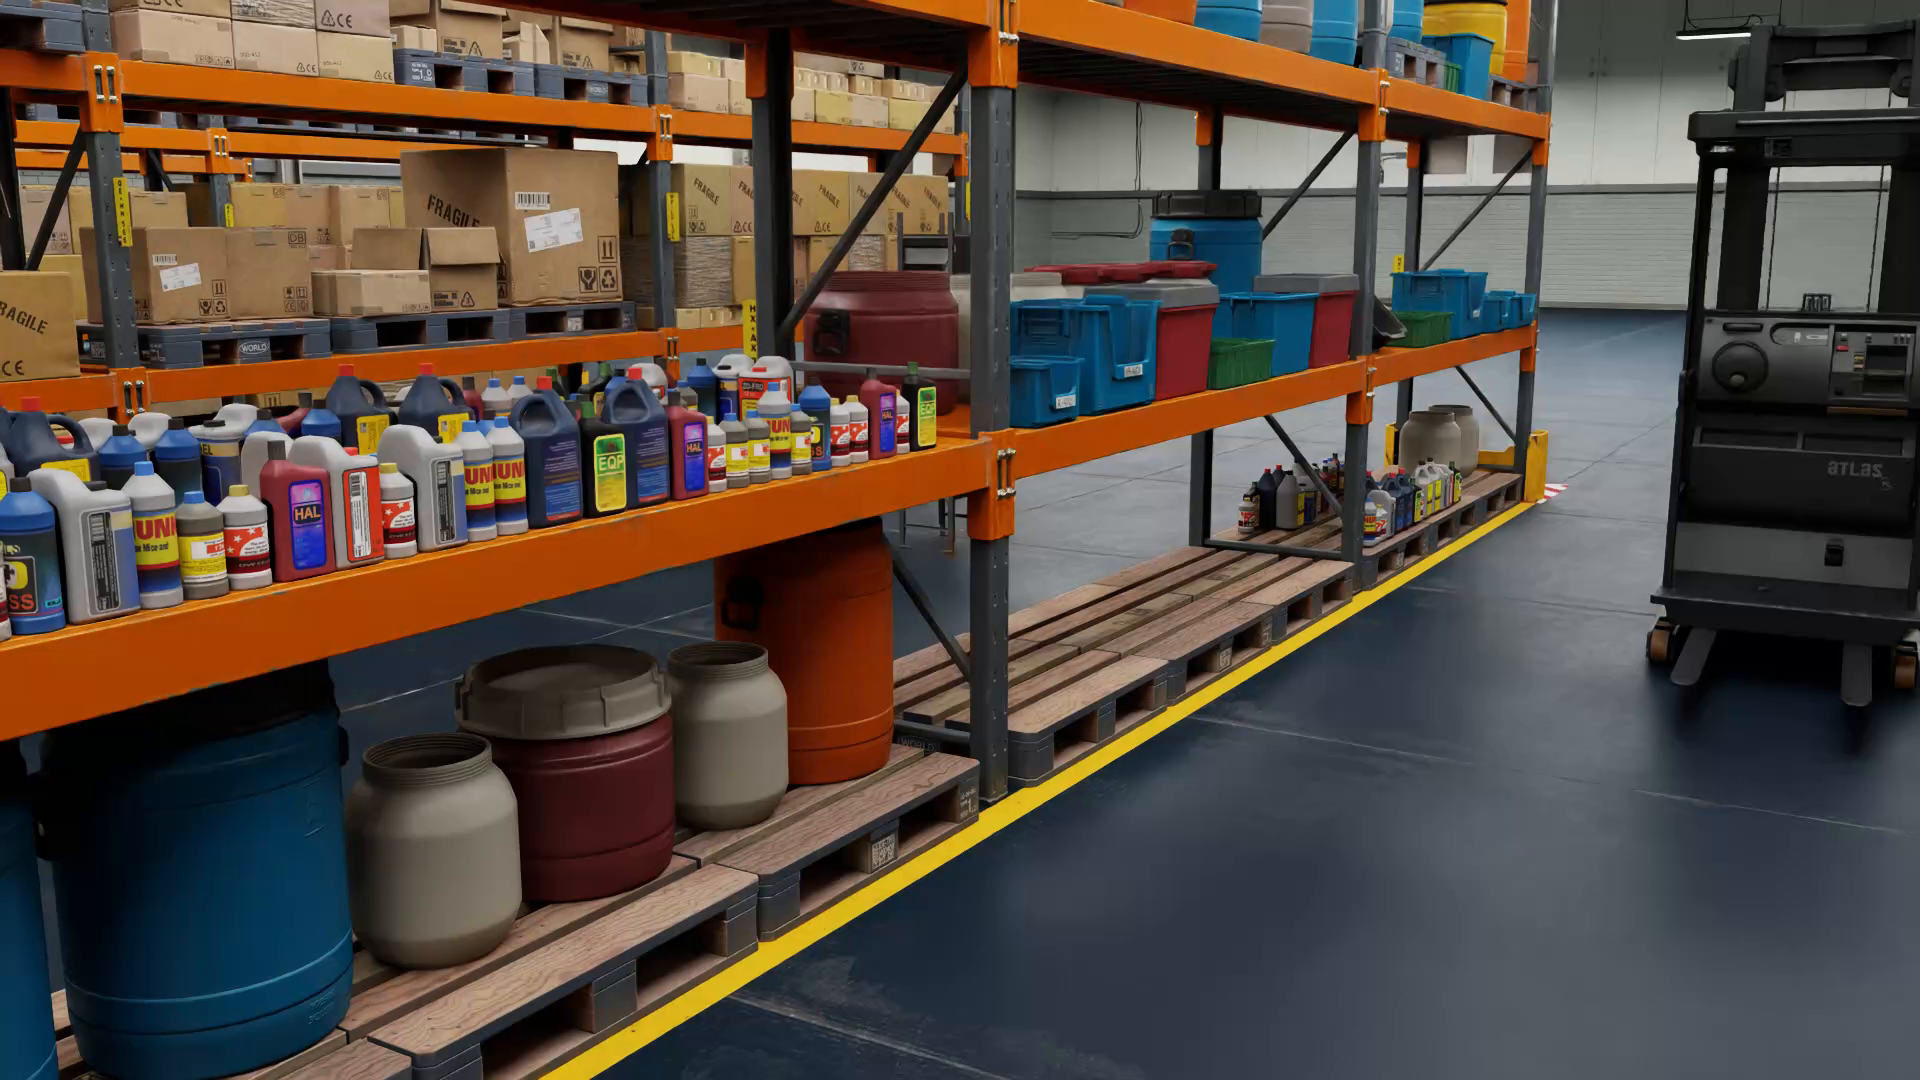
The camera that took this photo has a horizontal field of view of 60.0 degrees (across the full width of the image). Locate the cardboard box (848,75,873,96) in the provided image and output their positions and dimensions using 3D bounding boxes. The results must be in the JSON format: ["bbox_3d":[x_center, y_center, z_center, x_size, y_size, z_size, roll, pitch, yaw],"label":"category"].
[{"bbox_3d":[-0.926,-3.645,13.358,0.380,0.149,0.250,6,12,28],"label":"cardboard box"}]

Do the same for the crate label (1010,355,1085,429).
[{"bbox_3d":[0.252,-0.542,6.069,0.303,0.233,0.416,6,12,31],"label":"crate label"}]

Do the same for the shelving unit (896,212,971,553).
[{"bbox_3d":[-0.086,-1.006,10.536,0.431,2.100,0.503,6,12,31],"label":"shelving unit"}]

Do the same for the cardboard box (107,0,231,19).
[{"bbox_3d":[-4.056,-2.886,8.351,0.500,0.500,0.500,7,12,31],"label":"cardboard box"}]

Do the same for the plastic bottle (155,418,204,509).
[{"bbox_3d":[-1.797,-0.144,3.834,0.097,0.271,0.097,0,11,0],"label":"plastic bottle"}]

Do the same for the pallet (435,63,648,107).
[{"bbox_3d":[-2.855,-2.992,11.056,1.213,0.211,1.003,6,12,31],"label":"pallet"}]

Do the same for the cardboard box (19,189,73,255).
[{"bbox_3d":[-7.410,-2.488,13.016,0.700,0.500,0.500,6,12,31],"label":"cardboard box"}]

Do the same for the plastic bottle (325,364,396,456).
[{"bbox_3d":[-1.594,-0.290,4.399,0.144,0.351,0.185,6,12,31],"label":"plastic bottle"}]

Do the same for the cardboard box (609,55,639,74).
[{"bbox_3d":[-2.521,-3.372,11.900,0.380,0.149,0.250,7,13,32],"label":"cardboard box"}]

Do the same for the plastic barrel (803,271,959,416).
[{"bbox_3d":[-0.305,-0.763,6.423,0.600,0.536,0.708,6,12,31],"label":"plastic barrel"}]

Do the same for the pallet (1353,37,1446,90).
[{"bbox_3d":[2.081,-2.728,9.648,1.213,0.211,1.003,6,12,31],"label":"pallet"}]

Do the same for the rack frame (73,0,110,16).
[{"bbox_3d":[-4.520,-4.016,7.866,1.000,3.000,0.127,6,12,31],"label":"rack frame"}]

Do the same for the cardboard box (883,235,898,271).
[{"bbox_3d":[-0.832,-2.347,14.173,0.875,0.500,0.500,6,12,31],"label":"cardboard box"}]

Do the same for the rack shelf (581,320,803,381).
[{"bbox_3d":[-1.405,-1.657,13.525,1.077,0.370,4.000,6,12,31],"label":"rack shelf"}]

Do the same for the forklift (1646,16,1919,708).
[{"bbox_3d":[3.850,-0.867,7.533,1.130,2.935,3.031,6,12,28],"label":"forklift"}]

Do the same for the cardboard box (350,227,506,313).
[{"bbox_3d":[-3.264,-1.672,10.227,0.797,0.503,0.637,8,13,36],"label":"cardboard box"}]

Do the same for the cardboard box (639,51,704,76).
[{"bbox_3d":[-2.011,-3.315,11.595,0.380,0.149,0.250,6,12,29],"label":"cardboard box"}]

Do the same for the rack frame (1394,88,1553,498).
[{"bbox_3d":[3.867,-1.852,12.611,1.000,3.000,0.127,6,12,31],"label":"rack frame"}]

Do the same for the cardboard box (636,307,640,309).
[{"bbox_3d":[-2.445,-1.673,12.337,0.380,0.149,0.250,6,12,31],"label":"cardboard box"}]

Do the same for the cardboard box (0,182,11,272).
[{"bbox_3d":[-4.913,-1.496,7.711,0.797,0.503,0.637,7,13,33],"label":"cardboard box"}]

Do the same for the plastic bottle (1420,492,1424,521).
[{"bbox_3d":[2.829,-0.223,10.319,0.097,0.201,0.097,0,11,0],"label":"plastic bottle"}]

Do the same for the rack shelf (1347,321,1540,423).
[{"bbox_3d":[2.828,-1.184,10.997,1.077,0.370,4.000,6,12,31],"label":"rack shelf"}]

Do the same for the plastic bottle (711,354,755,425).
[{"bbox_3d":[-0.788,-0.496,5.704,0.152,0.276,0.135,6,12,31],"label":"plastic bottle"}]

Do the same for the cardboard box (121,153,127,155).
[{"bbox_3d":[-9.471,-4.342,18.439,0.380,0.149,0.250,6,12,29],"label":"cardboard box"}]

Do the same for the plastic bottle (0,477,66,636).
[{"bbox_3d":[-1.644,0.025,2.933,0.097,0.271,0.097,0,11,0],"label":"plastic bottle"}]

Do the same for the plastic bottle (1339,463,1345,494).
[{"bbox_3d":[2.605,-0.421,11.377,0.097,0.201,0.097,0,11,0],"label":"plastic bottle"}]

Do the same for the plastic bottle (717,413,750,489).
[{"bbox_3d":[-0.631,-0.248,4.579,0.097,0.201,0.097,0,11,0],"label":"plastic bottle"}]

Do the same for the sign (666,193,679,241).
[{"bbox_3d":[-1.967,-2.213,11.392,0.100,0.325,0.005,6,12,31],"label":"sign"}]

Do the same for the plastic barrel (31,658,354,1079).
[{"bbox_3d":[-1.699,0.665,3.728,0.600,0.901,0.708,6,12,31],"label":"plastic barrel"}]

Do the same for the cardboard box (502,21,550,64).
[{"bbox_3d":[-2.846,-3.154,10.635,0.396,0.266,0.258,7,13,33],"label":"cardboard box"}]

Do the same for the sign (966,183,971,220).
[{"bbox_3d":[0.098,-2.994,14.703,0.100,0.325,0.005,6,12,31],"label":"sign"}]

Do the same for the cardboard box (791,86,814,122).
[{"bbox_3d":[-1.453,-3.304,12.623,0.500,0.250,0.500,6,12,28],"label":"cardboard box"}]

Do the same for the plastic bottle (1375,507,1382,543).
[{"bbox_3d":[2.383,-0.088,9.597,0.097,0.201,0.097,0,11,0],"label":"plastic bottle"}]

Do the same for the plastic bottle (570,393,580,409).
[{"bbox_3d":[-1.181,-0.350,5.126,0.097,0.201,0.097,0,11,0],"label":"plastic bottle"}]

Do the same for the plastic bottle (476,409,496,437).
[{"bbox_3d":[-1.135,-0.180,4.030,0.097,0.271,0.097,0,11,0],"label":"plastic bottle"}]

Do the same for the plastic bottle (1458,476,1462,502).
[{"bbox_3d":[3.288,-0.362,11.062,0.097,0.201,0.097,0,11,0],"label":"plastic bottle"}]

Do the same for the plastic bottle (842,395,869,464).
[{"bbox_3d":[-0.327,-0.339,5.070,0.097,0.201,0.097,0,11,0],"label":"plastic bottle"}]

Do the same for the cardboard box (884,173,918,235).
[{"bbox_3d":[-0.695,-2.823,13.999,0.500,0.500,0.500,6,12,31],"label":"cardboard box"}]

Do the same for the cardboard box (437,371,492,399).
[{"bbox_3d":[-5.304,-1.726,16.568,0.875,0.875,0.875,6,12,30],"label":"cardboard box"}]

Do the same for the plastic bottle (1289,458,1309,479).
[{"bbox_3d":[2.145,-0.347,10.575,0.144,0.351,0.185,6,12,30],"label":"plastic bottle"}]

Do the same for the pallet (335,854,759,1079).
[{"bbox_3d":[-1.295,1.096,4.443,1.003,0.211,1.213,6,12,31],"label":"pallet"}]

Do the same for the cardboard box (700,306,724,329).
[{"bbox_3d":[-1.933,-1.616,12.032,0.380,0.149,0.250,6,12,31],"label":"cardboard box"}]

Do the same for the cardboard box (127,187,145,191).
[{"bbox_3d":[-9.361,-3.689,18.625,0.700,0.500,0.500,6,12,30],"label":"cardboard box"}]

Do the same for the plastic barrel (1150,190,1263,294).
[{"bbox_3d":[1.331,-1.438,9.035,0.600,0.901,0.708,6,12,31],"label":"plastic barrel"}]

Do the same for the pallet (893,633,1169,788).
[{"bbox_3d":[0.149,0.658,6.778,1.003,0.211,1.213,6,12,31],"label":"pallet"}]

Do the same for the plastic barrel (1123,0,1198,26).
[{"bbox_3d":[0.665,-2.491,6.704,0.600,0.830,0.708,6,12,31],"label":"plastic barrel"}]

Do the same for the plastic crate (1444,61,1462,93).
[{"bbox_3d":[2.842,-2.816,10.181,0.336,0.188,0.450,6,12,31],"label":"plastic crate"}]

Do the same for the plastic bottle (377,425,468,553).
[{"bbox_3d":[-1.196,-0.123,3.709,0.152,0.276,0.135,6,12,31],"label":"plastic bottle"}]

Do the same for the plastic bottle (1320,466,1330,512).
[{"bbox_3d":[2.324,-0.329,10.662,0.061,0.283,0.133,6,12,31],"label":"plastic bottle"}]

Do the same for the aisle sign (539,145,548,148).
[{"bbox_3d":[-4.260,-4.076,17.422,0.394,0.787,0.004,6,12,31],"label":"aisle sign"}]

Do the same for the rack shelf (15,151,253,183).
[{"bbox_3d":[-9.874,-4.078,18.306,1.077,0.370,4.000,6,12,31],"label":"rack shelf"}]

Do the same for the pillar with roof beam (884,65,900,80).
[{"bbox_3d":[1.928,-10.034,40.014,9.100,9.000,0.548,6,12,31],"label":"pillar with roof beam"}]

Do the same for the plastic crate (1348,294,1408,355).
[{"bbox_3d":[2.171,-1.263,9.632,0.767,0.338,0.504,6,12,31],"label":"plastic crate"}]

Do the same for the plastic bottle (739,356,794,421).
[{"bbox_3d":[-0.658,-0.481,5.626,0.152,0.276,0.135,6,12,31],"label":"plastic bottle"}]

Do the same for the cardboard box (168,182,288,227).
[{"bbox_3d":[-6.409,-2.845,14.574,0.875,0.550,0.550,6,12,31],"label":"cardboard box"}]
